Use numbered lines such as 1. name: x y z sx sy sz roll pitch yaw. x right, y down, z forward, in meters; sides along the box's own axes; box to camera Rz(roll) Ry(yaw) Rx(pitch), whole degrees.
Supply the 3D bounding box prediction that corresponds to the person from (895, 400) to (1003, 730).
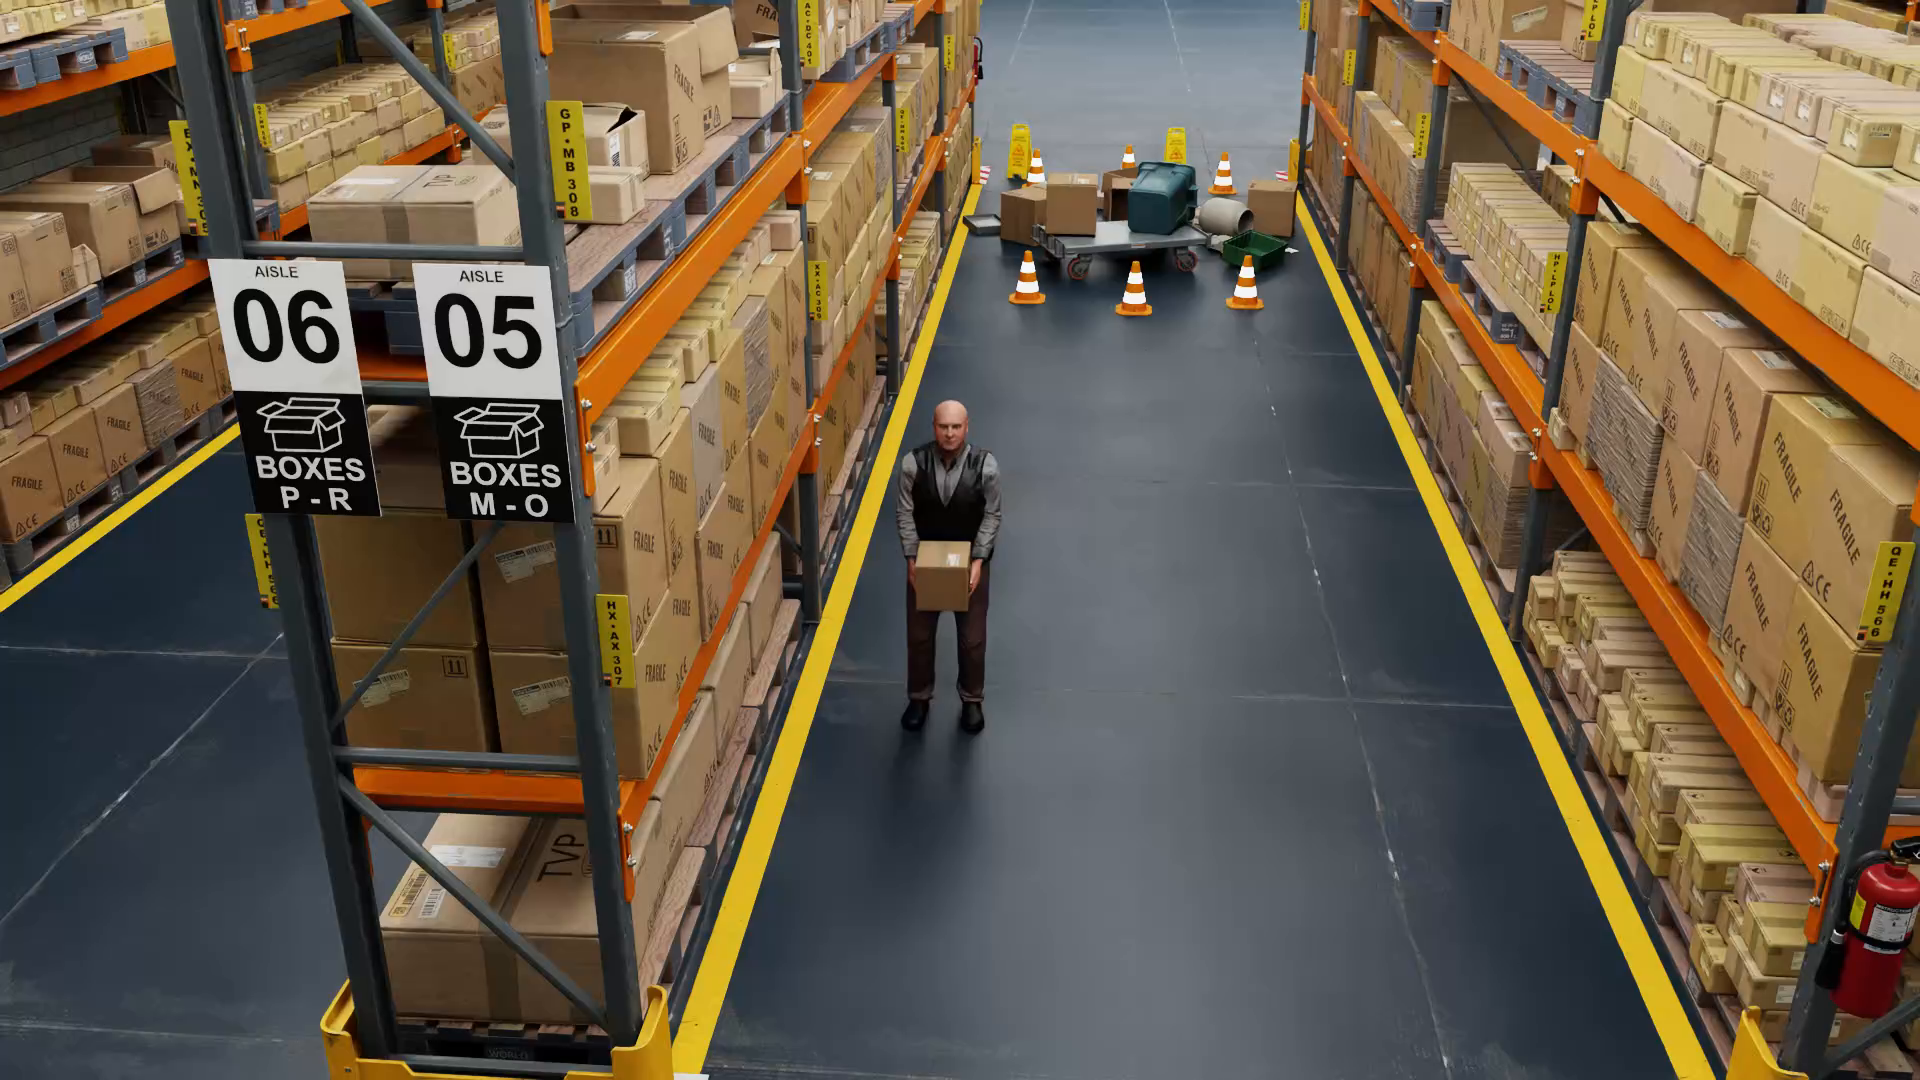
1. person: -0.058 0.151 8.293 0.532 1.727 0.522 2 24 4
